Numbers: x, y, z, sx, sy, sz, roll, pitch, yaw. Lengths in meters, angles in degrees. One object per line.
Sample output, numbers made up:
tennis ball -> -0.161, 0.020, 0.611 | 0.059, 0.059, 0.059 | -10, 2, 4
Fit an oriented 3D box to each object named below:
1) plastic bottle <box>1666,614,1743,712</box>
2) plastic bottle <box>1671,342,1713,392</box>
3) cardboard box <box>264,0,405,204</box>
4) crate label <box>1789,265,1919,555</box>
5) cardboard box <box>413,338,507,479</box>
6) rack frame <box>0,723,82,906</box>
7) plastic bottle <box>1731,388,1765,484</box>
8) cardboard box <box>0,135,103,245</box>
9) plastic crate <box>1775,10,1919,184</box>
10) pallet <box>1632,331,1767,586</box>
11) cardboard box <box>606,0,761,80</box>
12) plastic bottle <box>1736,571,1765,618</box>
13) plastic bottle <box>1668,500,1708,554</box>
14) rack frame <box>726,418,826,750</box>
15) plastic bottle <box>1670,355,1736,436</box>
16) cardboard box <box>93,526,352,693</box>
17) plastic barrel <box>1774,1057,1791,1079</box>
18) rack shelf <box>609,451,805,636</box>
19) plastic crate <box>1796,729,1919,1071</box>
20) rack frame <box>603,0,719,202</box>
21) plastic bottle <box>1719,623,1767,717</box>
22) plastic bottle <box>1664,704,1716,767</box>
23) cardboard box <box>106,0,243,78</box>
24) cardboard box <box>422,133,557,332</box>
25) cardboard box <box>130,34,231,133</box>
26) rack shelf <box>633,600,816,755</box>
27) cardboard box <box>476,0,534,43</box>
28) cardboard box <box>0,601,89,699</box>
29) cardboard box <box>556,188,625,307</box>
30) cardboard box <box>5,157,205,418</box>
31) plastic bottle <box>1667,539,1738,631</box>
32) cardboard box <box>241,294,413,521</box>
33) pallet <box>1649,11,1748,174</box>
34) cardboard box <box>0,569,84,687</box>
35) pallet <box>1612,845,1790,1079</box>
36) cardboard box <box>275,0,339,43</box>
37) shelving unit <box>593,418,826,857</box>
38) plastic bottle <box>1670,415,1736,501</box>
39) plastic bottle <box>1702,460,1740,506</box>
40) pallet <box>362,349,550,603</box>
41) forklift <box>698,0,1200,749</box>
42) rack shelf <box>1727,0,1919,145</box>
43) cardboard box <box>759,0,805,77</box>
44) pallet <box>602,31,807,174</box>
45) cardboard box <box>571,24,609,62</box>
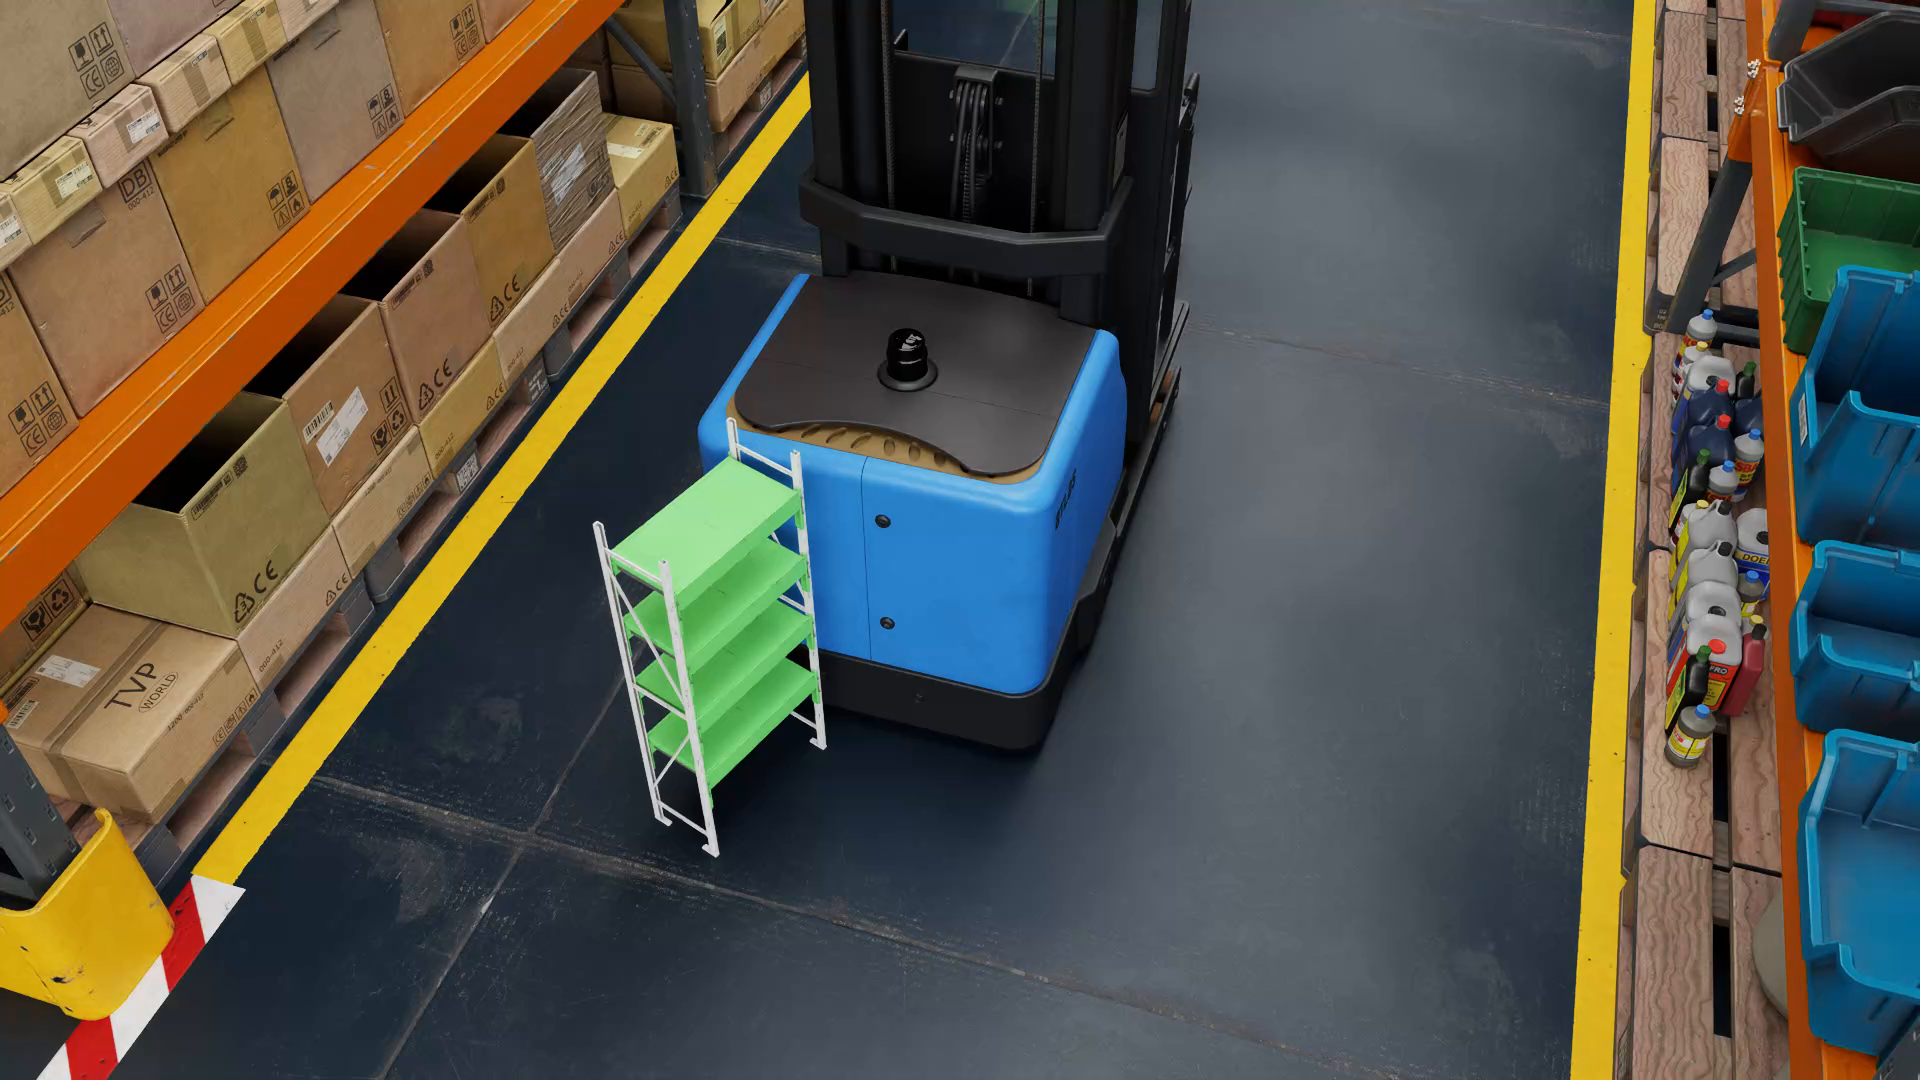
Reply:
plastic bottle -> 2.187, 0.357, 4.873 | 0.152, 0.276, 0.135 | 13, 46, 13
plastic bottle -> 2.612, -0.616, 5.921 | 0.097, 0.201, 0.097 | 0, 44, 0
cardboard box -> -2.154, -1.408, 4.973 | 0.700, 0.500, 0.500 | 14, 46, 14
crate label -> 2.246, -0.277, 3.863 | 0.502, 0.435, 0.616 | 13, 46, 13
cardboard box -> -1.943, -0.509, 5.791 | 0.500, 0.250, 0.500 | 13, 46, 13
rack frame -> -2.774, -0.032, 3.638 | 1.000, 3.000, 0.127 | 13, 46, 13
plastic bottle -> 2.655, -0.376, 5.569 | 0.144, 0.351, 0.185 | 13, 46, 13
cardboard box -> -2.295, -0.858, 3.946 | 0.380, 0.149, 0.250 | 13, 46, 13
plastic crate -> 2.878, -1.302, 4.980 | 0.767, 0.338, 0.504 | 13, 46, 13
pallet -> 2.914, -0.211, 5.814 | 1.003, 0.211, 1.213 | 13, 46, 13
cardboard box -> -1.200, -2.288, 7.209 | 0.500, 0.311, 0.500 | 13, 46, 13
plastic bottle -> 2.404, 0.176, 5.111 | 0.097, 0.201, 0.097 | 0, 44, 0
plastic bottle -> 2.352, -0.044, 5.336 | 0.097, 0.201, 0.097 | 0, 44, 0
rack frame -> -0.511, 0.160, 4.728 | 0.240, 1.200, 0.015 | 27, 50, 25
plastic bottle -> 2.571, -0.489, 5.738 | 0.152, 0.276, 0.135 | 14, 46, 14
cardboard box -> -2.251, 0.157, 5.111 | 0.500, 0.250, 0.500 | 13, 46, 13
plastic barrel -> 2.072, 1.304, 3.751 | 0.421, 0.512, 0.421 | 0, 44, 0
rack shelf -> -0.655, 0.001, 4.296 | 0.258, 0.148, 0.480 | 27, 50, 25
plastic crate -> 1.812, 0.676, 3.021 | 0.499, 0.251, 0.616 | 13, 46, 13
rack frame -> -1.562, -2.698, 6.362 | 1.000, 3.000, 0.127 | 13, 46, 13
plastic bottle -> 2.288, 0.377, 4.848 | 0.061, 0.283, 0.133 | 13, 46, 13
plastic bottle -> 2.084, 0.546, 4.734 | 0.097, 0.201, 0.097 | 0, 44, 0
cardboard box -> -2.298, -1.563, 4.203 | 0.700, 0.500, 0.500 | 13, 46, 13
cardboard box -> -1.805, -1.113, 5.872 | 0.500, 0.500, 0.500 | 13, 46, 13
cardboard box -> -2.138, -1.204, 4.300 | 0.380, 0.149, 0.250 | 11, 45, 11
rack shelf -> -0.655, 0.344, 4.632 | 0.258, 0.148, 0.480 | 27, 50, 25
cardboard box -> -1.844, -2.084, 5.663 | 0.700, 0.500, 0.500 | 12, 46, 12
cardboard box -> -2.893, 0.381, 4.882 | 0.500, 0.250, 0.500 | 13, 46, 13
cardboard box -> -1.655, -1.179, 6.475 | 0.500, 0.250, 0.500 | 13, 46, 13
cardboard box -> -2.466, -0.727, 4.277 | 0.700, 0.500, 0.500 | 14, 46, 14
plastic bottle -> 2.275, 0.127, 5.055 | 0.144, 0.351, 0.185 | 14, 46, 14
cardboard box -> -2.110, -0.447, 5.192 | 0.500, 0.500, 0.500 | 13, 46, 13
pallet -> 3.726, -1.997, 7.640 | 1.003, 0.211, 1.213 | 13, 46, 13
cardboard box -> -2.895, 0.113, 4.620 | 0.500, 0.500, 0.500 | 13, 46, 13
pallet -> 2.175, 1.416, 4.152 | 1.003, 0.211, 1.213 | 13, 46, 13
cardboard box -> -1.983, -1.540, 4.643 | 0.380, 0.149, 0.250 | 13, 46, 13
shelving unit -> -0.655, 0.298, 4.587 | 0.258, 1.200, 0.503 | 27, 50, 25
plastic bottle -> 2.460, -0.281, 5.472 | 0.144, 0.351, 0.185 | 11, 45, 11
plastic bottle -> 2.451, -0.146, 5.391 | 0.097, 0.271, 0.097 | 0, 44, 0
pallet -> -2.211, -0.364, 5.971 | 1.003, 0.211, 1.213 | 13, 46, 13
forklift -> 0.190, -1.468, 5.154 | 1.130, 2.935, 3.031 | 12, 46, 12
rack shelf -> 3.763, -2.722, 6.902 | 1.077, 0.370, 4.000 | 13, 46, 13
cardboard box -> -1.048, -2.422, 7.746 | 0.500, 0.250, 0.500 | 14, 46, 14
pallet -> -1.376, -2.201, 7.848 | 1.003, 0.211, 1.213 | 13, 46, 13
cardboard box -> -1.713, -2.396, 7.319 | 0.500, 0.311, 0.500 | 13, 46, 13
